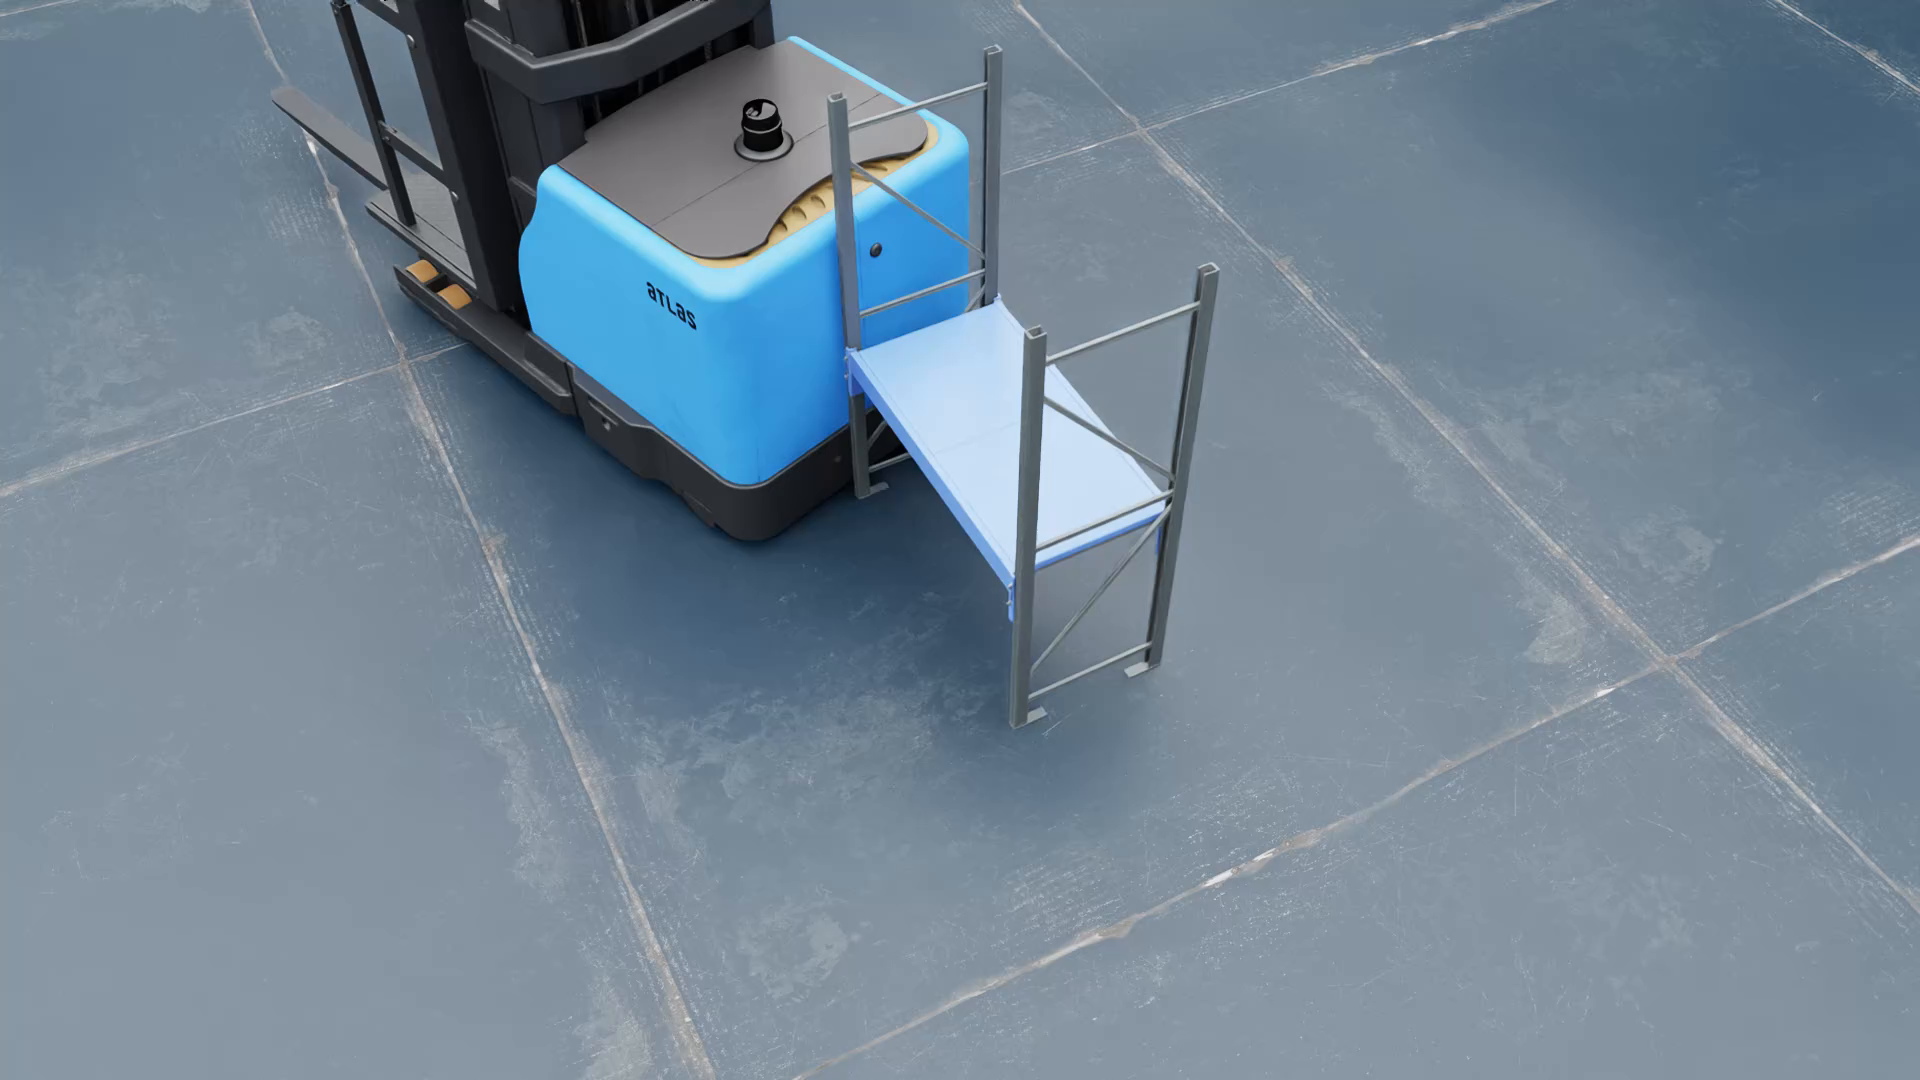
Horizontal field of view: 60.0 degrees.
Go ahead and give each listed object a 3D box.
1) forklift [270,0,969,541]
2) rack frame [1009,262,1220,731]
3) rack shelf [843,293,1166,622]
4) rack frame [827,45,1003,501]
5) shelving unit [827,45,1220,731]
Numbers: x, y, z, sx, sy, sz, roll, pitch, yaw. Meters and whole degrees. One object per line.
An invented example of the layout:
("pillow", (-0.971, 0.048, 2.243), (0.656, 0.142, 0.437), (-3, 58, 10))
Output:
("forklift", (-1.368, -1.954, 5.012), (3.031, 2.935, 1.130), (36, 58, 27))
("rack frame", (0.368, -0.045, 4.293), (0.500, 1.500, 0.032), (-22, 52, -18))
("rack shelf", (0.127, -0.264, 4.723), (0.538, 0.185, 1.000), (-22, 52, -18))
("rack frame", (-0.114, -0.719, 4.883), (0.500, 1.500, 0.032), (-22, 52, -18))
("shelving unit", (0.127, -0.382, 4.588), (0.538, 1.500, 1.048), (-22, 52, -18))
